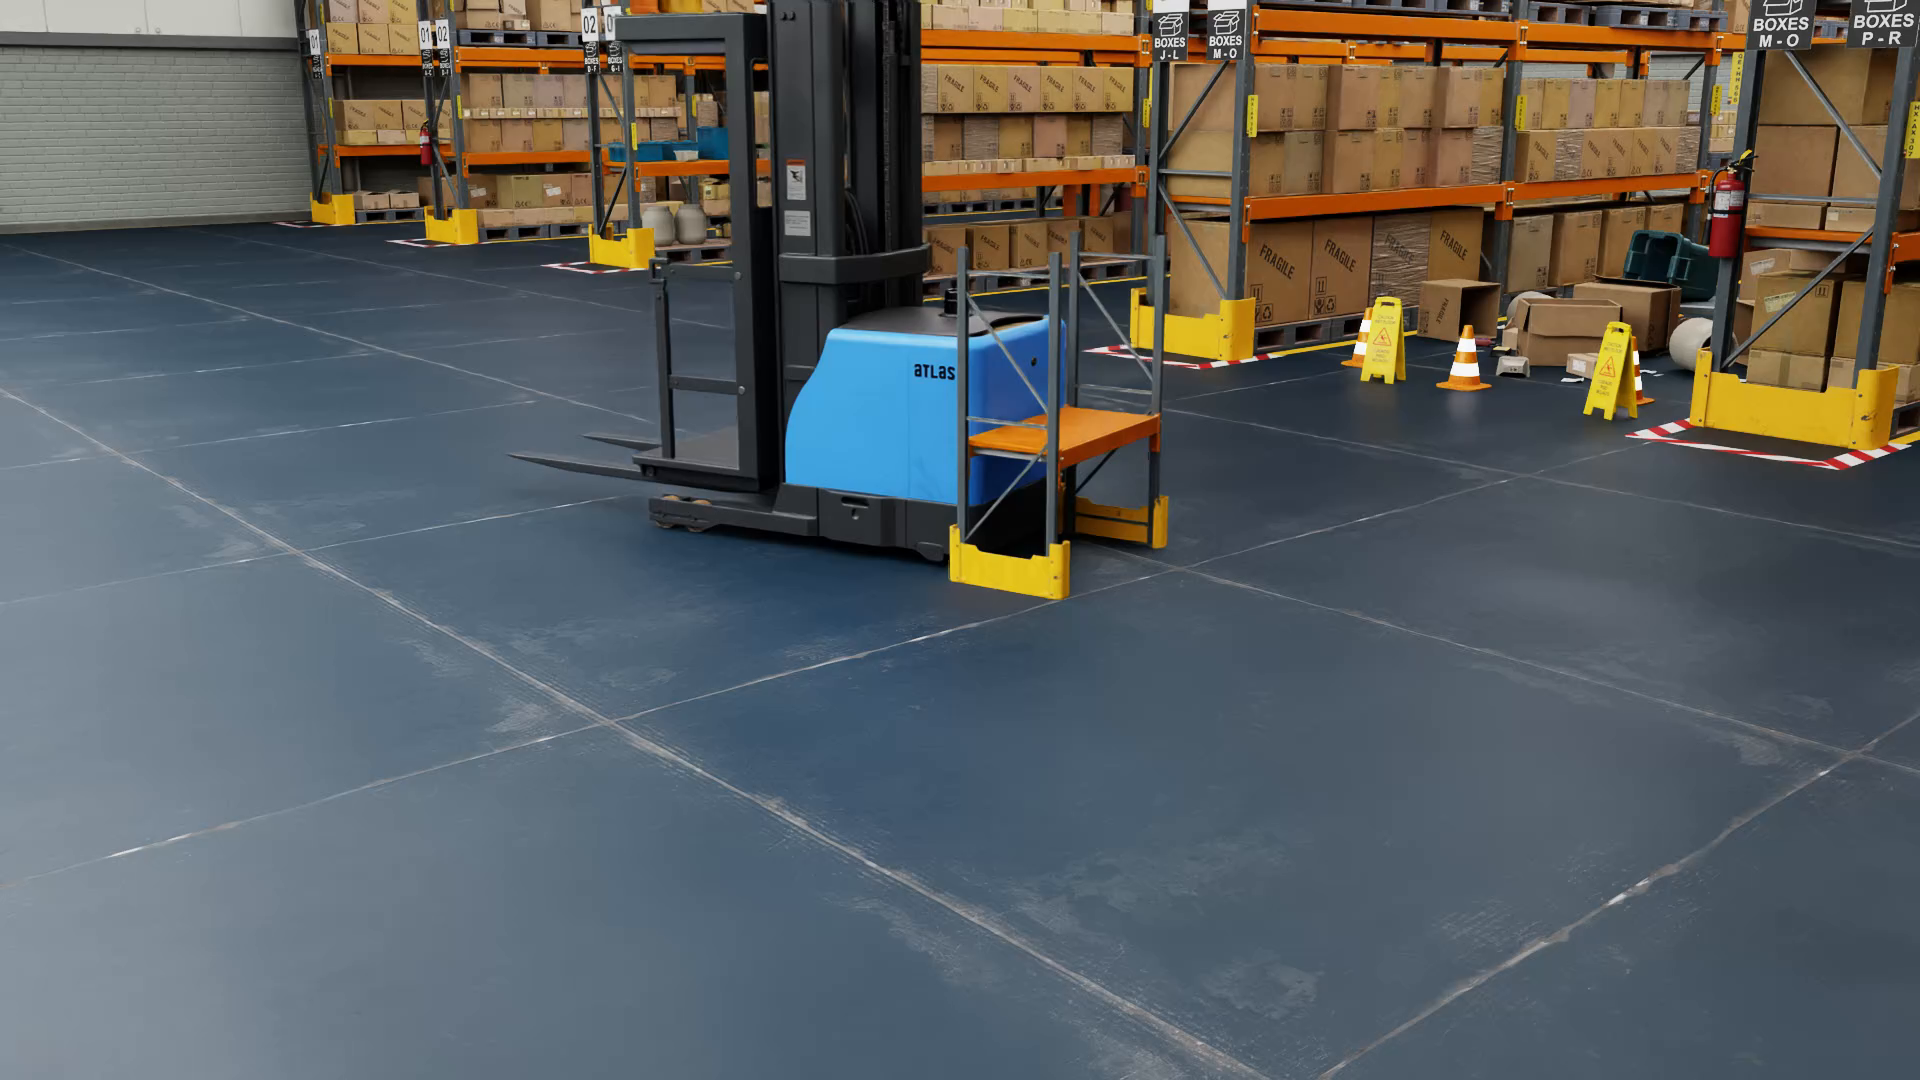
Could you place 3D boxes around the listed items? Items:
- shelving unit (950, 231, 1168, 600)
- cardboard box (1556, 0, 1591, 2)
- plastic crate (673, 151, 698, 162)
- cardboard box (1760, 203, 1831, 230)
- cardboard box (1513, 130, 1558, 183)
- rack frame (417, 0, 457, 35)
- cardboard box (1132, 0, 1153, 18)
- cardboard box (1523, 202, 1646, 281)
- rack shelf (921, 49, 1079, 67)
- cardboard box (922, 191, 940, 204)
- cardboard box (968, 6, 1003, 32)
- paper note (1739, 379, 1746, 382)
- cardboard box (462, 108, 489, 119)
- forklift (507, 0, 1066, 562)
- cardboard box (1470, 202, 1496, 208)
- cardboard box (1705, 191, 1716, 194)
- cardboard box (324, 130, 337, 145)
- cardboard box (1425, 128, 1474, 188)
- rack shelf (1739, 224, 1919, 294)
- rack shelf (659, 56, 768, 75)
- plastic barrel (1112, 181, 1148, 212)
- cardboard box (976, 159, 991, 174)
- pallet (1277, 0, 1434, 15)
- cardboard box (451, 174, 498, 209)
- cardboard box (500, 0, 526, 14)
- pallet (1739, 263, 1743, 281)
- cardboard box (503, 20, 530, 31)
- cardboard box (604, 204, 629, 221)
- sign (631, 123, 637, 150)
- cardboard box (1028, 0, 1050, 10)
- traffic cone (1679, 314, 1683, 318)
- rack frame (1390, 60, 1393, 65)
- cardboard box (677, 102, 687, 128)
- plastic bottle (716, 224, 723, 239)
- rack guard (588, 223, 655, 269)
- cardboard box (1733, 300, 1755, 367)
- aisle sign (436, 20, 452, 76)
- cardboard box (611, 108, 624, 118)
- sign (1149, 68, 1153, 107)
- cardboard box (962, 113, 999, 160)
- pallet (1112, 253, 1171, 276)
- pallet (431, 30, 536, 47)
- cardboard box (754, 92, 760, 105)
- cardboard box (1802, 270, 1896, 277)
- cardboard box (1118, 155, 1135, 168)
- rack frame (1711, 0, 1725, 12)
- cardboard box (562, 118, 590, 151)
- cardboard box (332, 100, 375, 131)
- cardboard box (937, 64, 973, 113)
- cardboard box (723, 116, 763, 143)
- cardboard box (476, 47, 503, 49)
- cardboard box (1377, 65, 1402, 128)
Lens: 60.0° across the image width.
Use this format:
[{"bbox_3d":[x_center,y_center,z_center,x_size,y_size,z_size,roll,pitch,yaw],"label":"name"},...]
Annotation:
[{"bbox_3d":[0.482,-0.618,7.656,0.587,1.500,1.083,9,18,31],"label":"shelving unit"},{"bbox_3d":[6.244,-5.518,16.762,0.250,0.149,0.380,-13,19,-39],"label":"cardboard box"},{"bbox_3d":[-3.546,-4.983,21.604,0.250,0.136,0.298,-13,19,-39],"label":"plastic crate"},{"bbox_3d":[5.466,-2.112,10.830,0.250,0.149,0.380,-12,19,-38],"label":"cardboard box"},{"bbox_3d":[5.590,-3.837,16.609,0.500,0.500,0.500,-12,19,-39],"label":"cardboard box"},{"bbox_3d":[-7.681,-8.885,24.075,0.127,3.000,1.000,-13,19,-39],"label":"rack frame"},{"bbox_3d":[2.256,-6.497,19.935,0.637,0.503,0.797,-14,20,-42],"label":"cardboard box"},{"bbox_3d":[6.858,-3.311,18.380,0.750,0.750,1.050,-12,19,-39],"label":"cardboard box"},{"bbox_3d":[0.094,-7.140,24.748,4.000,0.370,1.077,-13,19,-39],"label":"rack shelf"},{"bbox_3d":[-0.724,-6.458,30.605,0.500,0.500,0.500,-14,20,-41],"label":"cardboard box"},{"bbox_3d":[0.114,-5.637,18.019,0.500,0.250,0.500,-13,20,-40],"label":"cardboard box"},{"bbox_3d":[6.021,-1.238,12.826,0.142,0.019,0.148,8,17,28],"label":"paper note"},{"bbox_3d":[-7.244,-6.373,24.845,0.250,0.149,0.380,-13,20,-40],"label":"cardboard box"},{"bbox_3d":[-1.004,-1.564,8.424,3.031,2.935,1.130,8,17,27],"label":"forklift"},{"bbox_3d":[7.402,-5.154,25.037,0.875,0.875,1.225,-13,19,-39],"label":"cardboard box"},{"bbox_3d":[9.533,-4.215,20.794,0.500,0.250,0.500,-12,19,-37],"label":"cardboard box"},{"bbox_3d":[-10.710,-7.004,28.912,0.500,0.250,0.500,-12,19,-39],"label":"cardboard box"},{"bbox_3d":[4.346,-3.662,15.858,0.550,0.550,0.875,-13,19,-39],"label":"cardboard box"},{"bbox_3d":[6.833,-2.119,11.766,4.000,0.370,1.077,-13,19,-39],"label":"rack shelf"},{"bbox_3d":[-3.155,-8.105,28.360,4.000,0.370,1.077,-13,19,-39],"label":"rack shelf"},{"bbox_3d":[2.813,-5.692,27.607,0.708,0.588,0.600,-13,19,-39],"label":"plastic barrel"},{"bbox_3d":[0.129,-4.151,18.464,0.250,0.149,0.380,-13,19,-39],"label":"cardboard box"},{"bbox_3d":[3.472,-4.816,14.828,1.213,0.211,1.003,-13,19,-39],"label":"pallet"},{"bbox_3d":[-7.472,-5.372,25.610,0.500,0.500,0.500,-13,19,-39],"label":"cardboard box"},{"bbox_3d":[-8.118,-9.480,29.947,0.500,0.500,0.500,14,20,42],"label":"cardboard box"},{"bbox_3d":[8.624,-3.215,19.876,1.213,0.211,1.003,-13,19,-39],"label":"pallet"},{"bbox_3d":[-6.678,-7.750,25.040,0.250,0.149,0.380,-13,19,-39],"label":"cardboard box"},{"bbox_3d":[-5.621,-5.247,26.596,0.500,0.250,0.500,-13,19,-39],"label":"cardboard box"},{"bbox_3d":[-4.074,-5.047,20.798,0.005,0.325,0.100,-13,19,-39],"label":"sign"},{"bbox_3d":[0.790,-5.969,18.488,0.250,0.149,0.380,-12,19,-37],"label":"cardboard box"},{"bbox_3d":[7.019,-2.460,16.562,0.334,0.463,0.336,-13,19,-39],"label":"traffic cone"},{"bbox_3d":[7.638,-7.732,31.384,0.127,3.000,1.000,-13,19,-39],"label":"rack frame"},{"bbox_3d":[-5.652,-8.385,32.782,0.700,0.500,0.500,14,20,42],"label":"cardboard box"},{"bbox_3d":[-3.334,-4.279,23.026,0.097,0.201,0.097,0,15,0],"label":"plastic bottle"},{"bbox_3d":[-4.406,-3.836,21.642,0.348,0.500,1.175,-13,19,-39],"label":"rack guard"},{"bbox_3d":[6.640,-1.683,13.576,0.500,0.500,0.500,0,15,-1],"label":"cardboard box"},{"bbox_3d":[-7.529,-7.172,24.249,0.004,0.787,0.394,-13,19,-39],"label":"aisle sign"},{"bbox_3d":[-5.497,-6.766,26.317,0.250,0.149,0.380,-13,20,-40],"label":"cardboard box"},{"bbox_3d":[1.653,-3.856,14.172,0.005,0.325,0.100,-13,19,-39],"label":"sign"},{"bbox_3d":[-0.044,-4.522,18.595,0.500,0.500,0.875,-13,19,-39],"label":"cardboard box"},{"bbox_3d":[2.423,-3.520,21.019,1.213,0.211,1.003,-13,19,-39],"label":"pallet"},{"bbox_3d":[-7.130,-7.508,24.903,1.213,0.211,1.003,-13,19,-39],"label":"pallet"},{"bbox_3d":[-4.367,-8.901,33.499,0.500,0.250,0.500,-12,19,-38],"label":"cardboard box"},{"bbox_3d":[6.149,-1.640,11.640,0.500,0.500,0.500,-12,19,-37],"label":"cardboard box"},{"bbox_3d":[1.867,-4.520,19.846,0.250,0.149,0.380,-13,19,-39],"label":"cardboard box"},{"bbox_3d":[8.034,-7.328,18.248,0.127,3.000,1.000,-13,19,-39],"label":"rack frame"},{"bbox_3d":[-6.154,-6.374,26.107,0.500,0.500,0.700,-12,19,-38],"label":"cardboard box"},{"bbox_3d":[-10.378,-7.272,28.461,0.500,0.500,0.500,-13,19,-39],"label":"cardboard box"},{"bbox_3d":[-0.205,-4.856,17.909,0.500,0.500,0.500,-13,19,-39],"label":"cardboard box"},{"bbox_3d":[-3.676,-6.929,28.183,0.500,0.500,0.500,-11,18,-35],"label":"cardboard box"},{"bbox_3d":[-8.527,-8.918,29.780,0.500,0.500,0.500,14,20,42],"label":"cardboard box"},{"bbox_3d":[3.485,-4.019,15.100,0.500,0.550,0.875,-13,19,-39],"label":"cardboard box"}]
